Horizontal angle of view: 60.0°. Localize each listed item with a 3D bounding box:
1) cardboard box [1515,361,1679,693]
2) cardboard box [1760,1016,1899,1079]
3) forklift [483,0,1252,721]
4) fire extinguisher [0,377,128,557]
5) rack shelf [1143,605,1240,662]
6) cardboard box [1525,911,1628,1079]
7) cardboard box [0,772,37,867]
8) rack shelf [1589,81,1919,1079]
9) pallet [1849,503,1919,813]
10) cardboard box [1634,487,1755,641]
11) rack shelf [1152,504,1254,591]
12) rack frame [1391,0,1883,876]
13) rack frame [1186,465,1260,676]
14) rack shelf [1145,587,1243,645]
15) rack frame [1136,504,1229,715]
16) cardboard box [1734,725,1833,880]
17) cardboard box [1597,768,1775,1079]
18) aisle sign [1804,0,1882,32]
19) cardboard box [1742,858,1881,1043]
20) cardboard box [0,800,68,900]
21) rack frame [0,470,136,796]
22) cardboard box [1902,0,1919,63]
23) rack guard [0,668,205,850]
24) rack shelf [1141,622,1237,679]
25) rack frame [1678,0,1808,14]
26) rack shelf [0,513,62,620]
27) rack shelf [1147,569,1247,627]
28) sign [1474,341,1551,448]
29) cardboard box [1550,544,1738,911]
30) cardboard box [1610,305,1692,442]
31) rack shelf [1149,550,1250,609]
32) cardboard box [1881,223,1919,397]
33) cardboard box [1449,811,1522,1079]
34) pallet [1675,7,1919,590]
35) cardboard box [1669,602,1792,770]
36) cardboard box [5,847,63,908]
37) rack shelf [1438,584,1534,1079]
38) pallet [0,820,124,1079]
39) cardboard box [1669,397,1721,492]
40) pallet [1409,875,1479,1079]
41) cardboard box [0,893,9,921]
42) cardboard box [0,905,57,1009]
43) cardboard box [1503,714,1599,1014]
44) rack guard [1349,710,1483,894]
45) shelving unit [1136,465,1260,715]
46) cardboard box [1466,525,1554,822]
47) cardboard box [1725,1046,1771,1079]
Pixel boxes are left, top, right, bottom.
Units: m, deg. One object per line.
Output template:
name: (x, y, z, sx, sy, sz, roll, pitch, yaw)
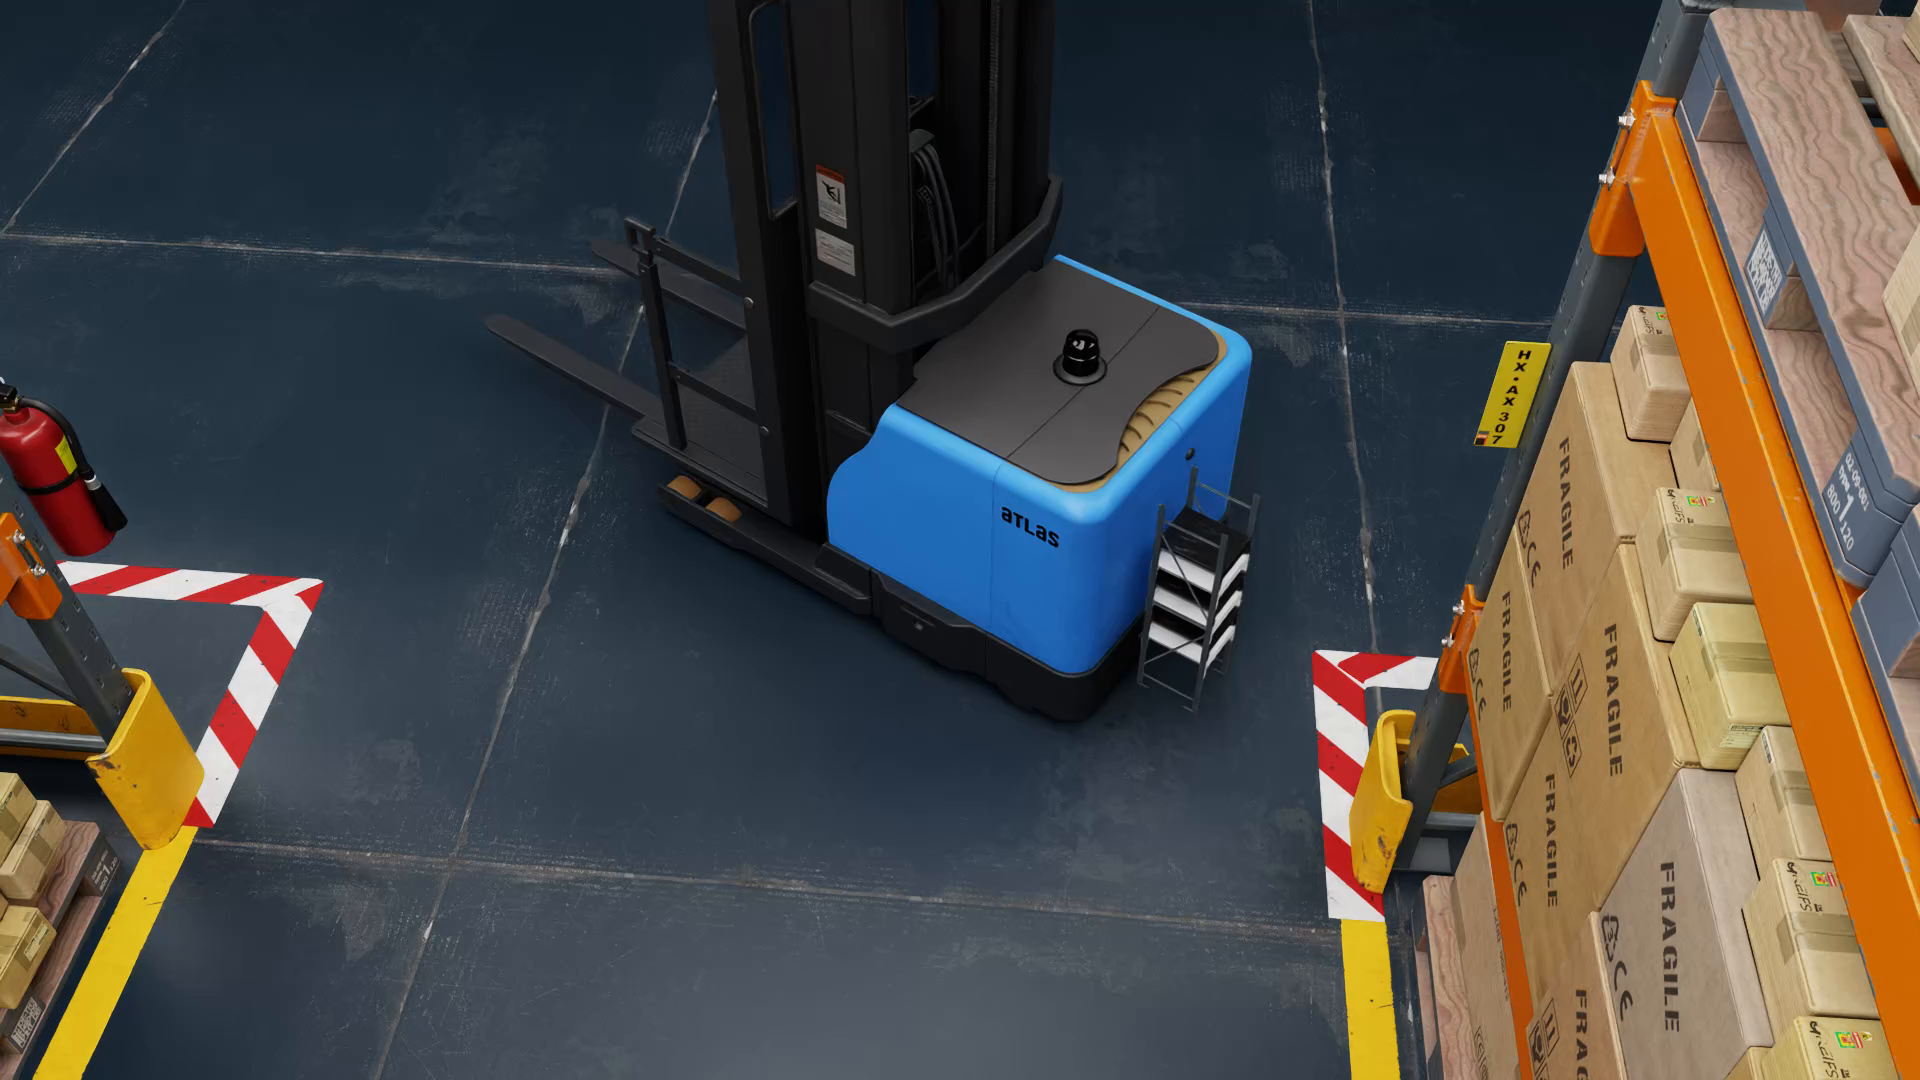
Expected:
cardboard box: (1.513, -0.013, 3.484, 0.500, 0.500, 0.500, 3, 48, 3)
cardboard box: (1.349, 0.813, 2.288, 0.380, 0.149, 0.250, 3, 48, 3)
forklift: (-0.523, -1.270, 5.426, 3.031, 2.935, 1.130, 28, 54, 23)
fire extinguisher: (-2.616, -0.236, 4.738, 0.296, 0.674, 0.183, 4, 48, 4)
rack shelf: (0.773, 0.265, 5.565, 0.258, 0.077, 0.200, 27, 53, 23)
cardboard box: (1.428, 1.070, 3.171, 0.500, 0.500, 0.500, 4, 48, 3)
cardboard box: (-2.894, 0.792, 4.737, 0.380, 0.149, 0.250, 4, 48, 4)
rack shelf: (1.658, 0.725, 2.009, 1.077, 0.370, 4.000, 4, 48, 4)
pallet: (1.674, 0.487, 1.799, 1.003, 0.211, 1.213, 4, 48, 4)
cardboard box: (1.441, 0.057, 2.980, 0.380, 0.149, 0.250, 5, 48, 5)
rack shelf: (0.773, 0.022, 5.300, 0.258, 0.077, 0.200, 27, 53, 23)
rack frame: (1.840, 0.024, 4.195, 1.000, 3.000, 0.127, 4, 48, 4)
rack frame: (0.831, 0.120, 5.531, 0.240, 0.900, 0.006, 27, 53, 23)
rack shelf: (0.773, 0.204, 5.499, 0.258, 0.077, 0.200, 27, 53, 23)
rack frame: (0.715, 0.243, 5.418, 0.240, 0.900, 0.006, 27, 53, 23)
cardboard box: (1.464, 0.448, 2.622, 0.380, 0.149, 0.250, 4, 48, 4)
cardboard box: (1.434, 0.746, 2.790, 0.500, 0.500, 0.500, 4, 48, 3)
aisle sign: (1.558, -0.925, 3.302, 0.394, 0.787, 0.004, 4, 48, 4)
cardboard box: (1.399, 0.629, 2.457, 0.380, 0.149, 0.250, 4, 48, 4)
cardboard box: (-2.862, 0.893, 4.846, 0.380, 0.149, 0.250, 3, 48, 2)
rack frame: (-3.098, -0.234, 4.431, 1.000, 3.000, 0.127, 4, 48, 4)
cardboard box: (1.889, -0.776, 2.643, 0.500, 0.250, 0.500, 0, 48, 0)
rack guard: (-3.105, 0.665, 5.303, 1.175, 0.500, 0.348, 4, 48, 4)
rack shelf: (0.773, 0.325, 5.632, 0.258, 0.077, 0.200, 27, 53, 23)
rack frame: (1.840, -2.000, 1.981, 1.000, 3.000, 0.127, 4, 48, 4)
rack shelf: (-3.281, 1.478, 3.353, 1.077, 0.370, 4.000, 4, 48, 4)
rack shelf: (0.773, 0.143, 5.432, 0.258, 0.077, 0.200, 27, 53, 23)
sign: (1.288, -0.336, 3.884, 0.100, 0.325, 0.005, 4, 48, 4)
cardboard box: (1.473, 0.367, 3.136, 0.500, 0.500, 0.500, 3, 48, 2)
cardboard box: (1.532, -0.323, 3.328, 0.380, 0.149, 0.250, 5, 48, 4)
rack shelf: (0.773, 0.082, 5.366, 0.258, 0.077, 0.200, 27, 53, 23)
cardboard box: (1.512, -0.294, 2.272, 0.380, 0.149, 0.250, 5, 48, 5)
cardboard box: (1.880, 1.239, 4.536, 0.875, 0.438, 0.875, 2, 48, 2)
pallet: (1.783, -0.412, 2.621, 1.003, 0.211, 1.213, 4, 48, 4)
cardboard box: (1.435, 0.252, 2.802, 0.380, 0.149, 0.250, 2, 48, 2)
cardboard box: (-2.939, 0.987, 4.962, 0.380, 0.149, 0.250, 5, 48, 4)
rack shelf: (1.658, 1.737, 3.116, 1.077, 0.370, 4.000, 4, 48, 4)
pallet: (-3.215, 1.357, 4.865, 1.003, 0.211, 1.213, 4, 48, 4)
cardboard box: (1.579, -0.126, 3.148, 0.380, 0.149, 0.250, 5, 48, 4)
pallet: (1.845, 1.558, 4.682, 1.003, 0.211, 1.213, 4, 48, 4)
cardboard box: (-2.940, 1.081, 4.674, 0.380, 0.149, 0.250, 3, 48, 3)
cardboard box: (-2.861, 1.183, 4.783, 0.380, 0.149, 0.250, 5, 48, 5)
cardboard box: (1.492, 0.698, 3.511, 0.500, 0.500, 0.500, 3, 48, 3)
rack guard: (1.842, 0.850, 5.133, 1.175, 0.500, 0.348, 4, 48, 4)
shelving unit: (0.773, 0.181, 5.474, 0.258, 0.900, 0.210, 27, 53, 23)
cardboard box: (1.511, 0.324, 3.853, 0.500, 0.500, 0.500, 4, 48, 3)
cardboard box: (1.389, 1.112, 2.454, 0.500, 0.500, 0.500, 4, 48, 4)
